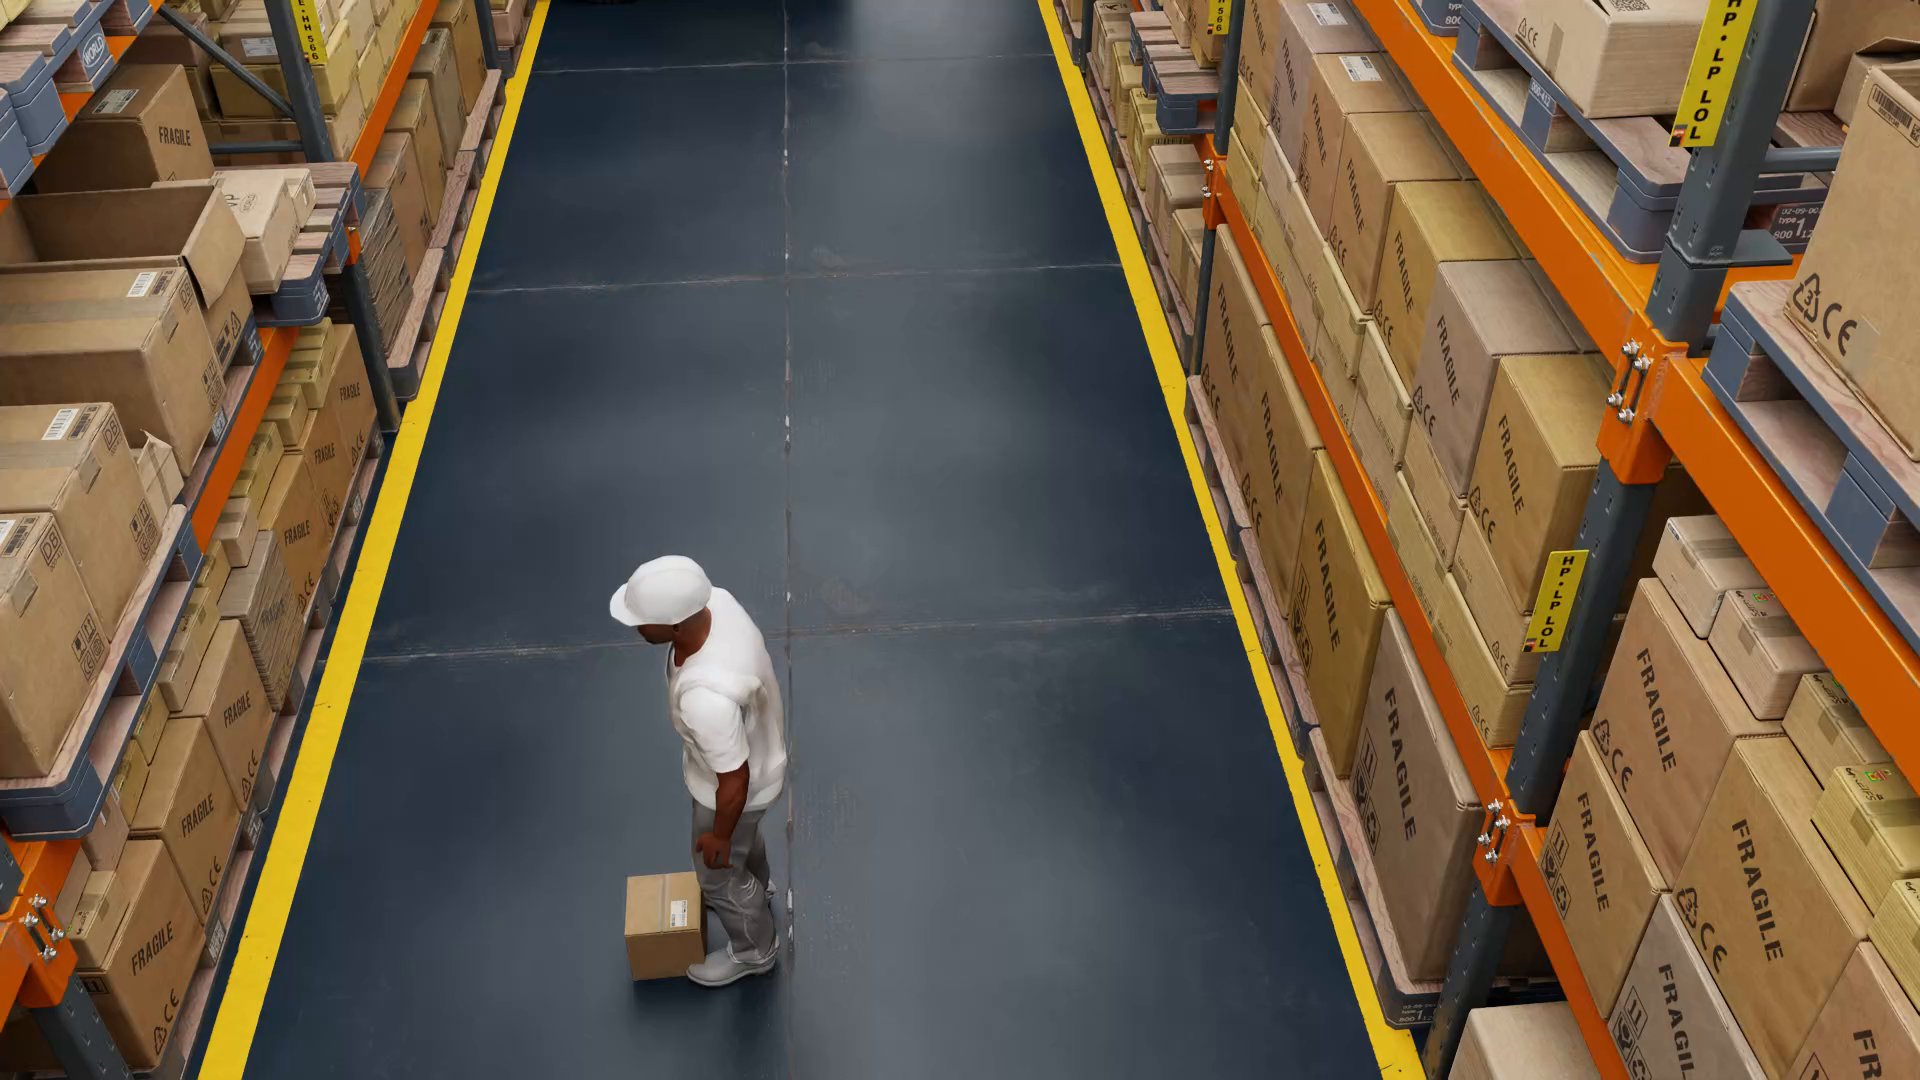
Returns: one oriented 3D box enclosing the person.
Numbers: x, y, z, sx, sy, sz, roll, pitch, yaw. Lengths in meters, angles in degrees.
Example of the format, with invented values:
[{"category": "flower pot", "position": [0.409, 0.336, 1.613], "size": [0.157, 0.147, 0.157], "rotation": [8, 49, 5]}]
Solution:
[{"category": "person", "position": [-0.773, 0.723, 5.244], "size": [0.462, 1.759, 0.633], "rotation": [-5, 39, -7]}]
